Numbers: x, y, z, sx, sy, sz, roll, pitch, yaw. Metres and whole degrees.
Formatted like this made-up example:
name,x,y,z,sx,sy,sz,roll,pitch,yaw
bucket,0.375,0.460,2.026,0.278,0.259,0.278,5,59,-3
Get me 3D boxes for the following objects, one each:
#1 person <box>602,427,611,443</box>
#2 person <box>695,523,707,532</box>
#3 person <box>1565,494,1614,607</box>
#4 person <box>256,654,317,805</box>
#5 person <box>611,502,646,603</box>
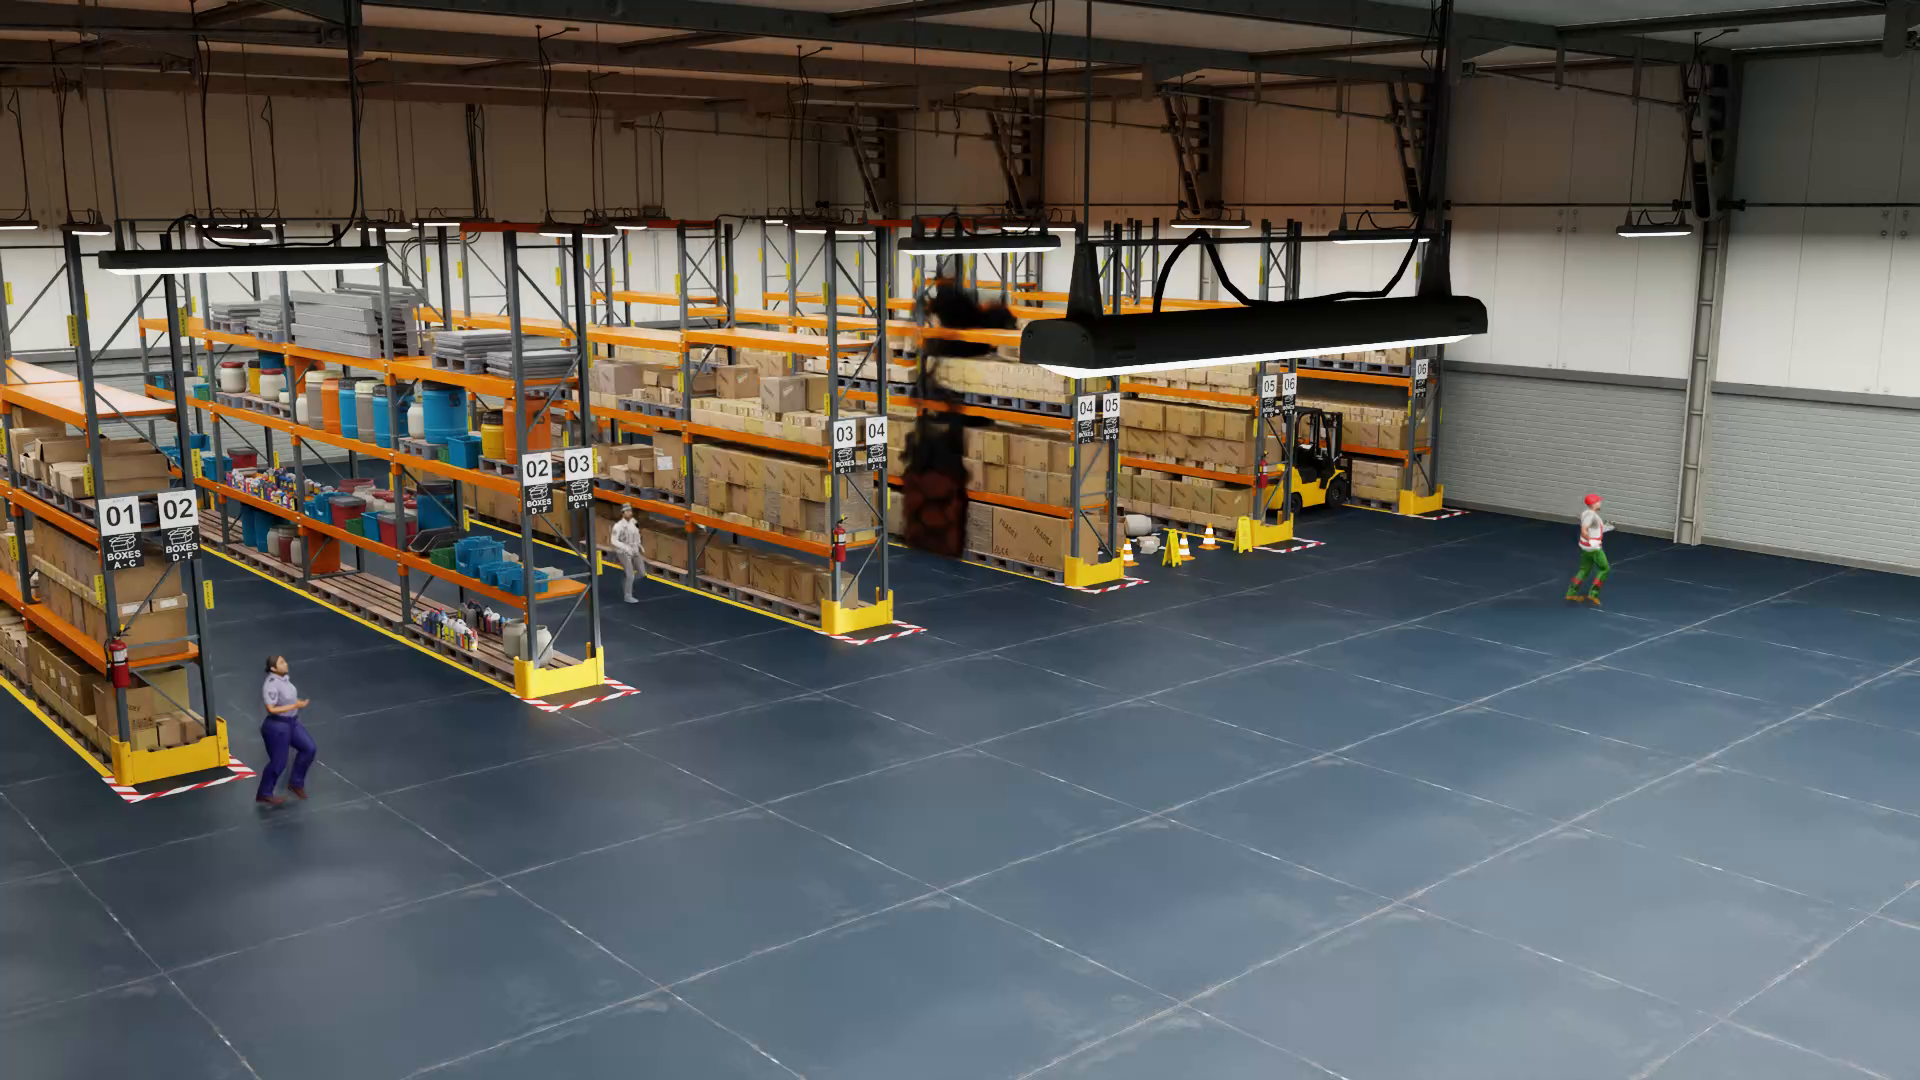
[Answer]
name,x,y,z,sx,sy,sz,roll,pitch,yaw
person,-8.758,-2.706,41.354,0.690,1.586,0.553,-9,15,-38
person,-5.013,-0.887,31.822,0.856,1.759,0.668,11,16,44
person,10.095,0.168,26.552,0.709,1.834,0.634,0,11,2
person,-7.206,2.038,17.712,0.639,1.695,0.586,-1,11,-3
person,-5.299,0.202,26.679,0.539,1.651,0.592,10,15,41
